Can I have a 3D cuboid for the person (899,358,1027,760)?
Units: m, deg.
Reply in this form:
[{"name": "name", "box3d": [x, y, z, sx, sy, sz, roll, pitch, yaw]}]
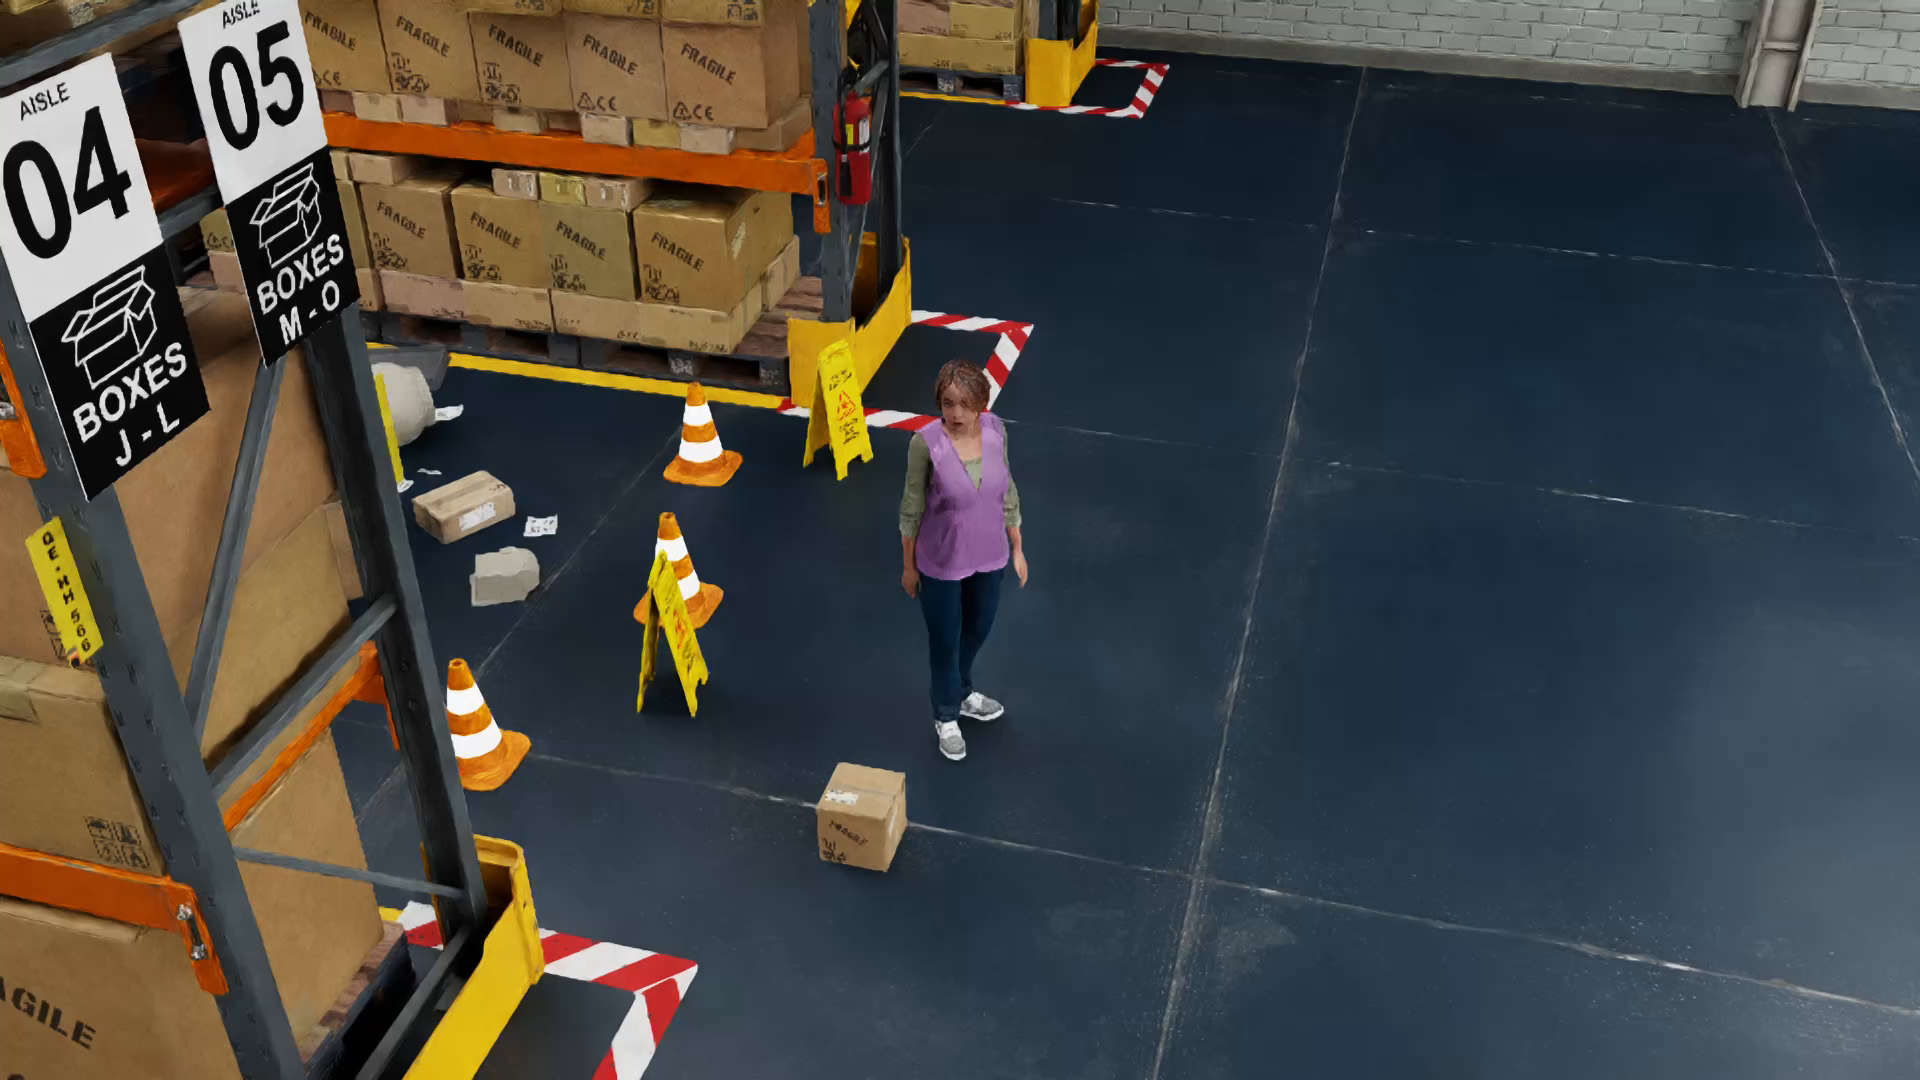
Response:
[{"name": "person", "box3d": [0.002, 0.066, 6.021, 0.442, 1.601, 0.354, -16, 36, -23]}]
